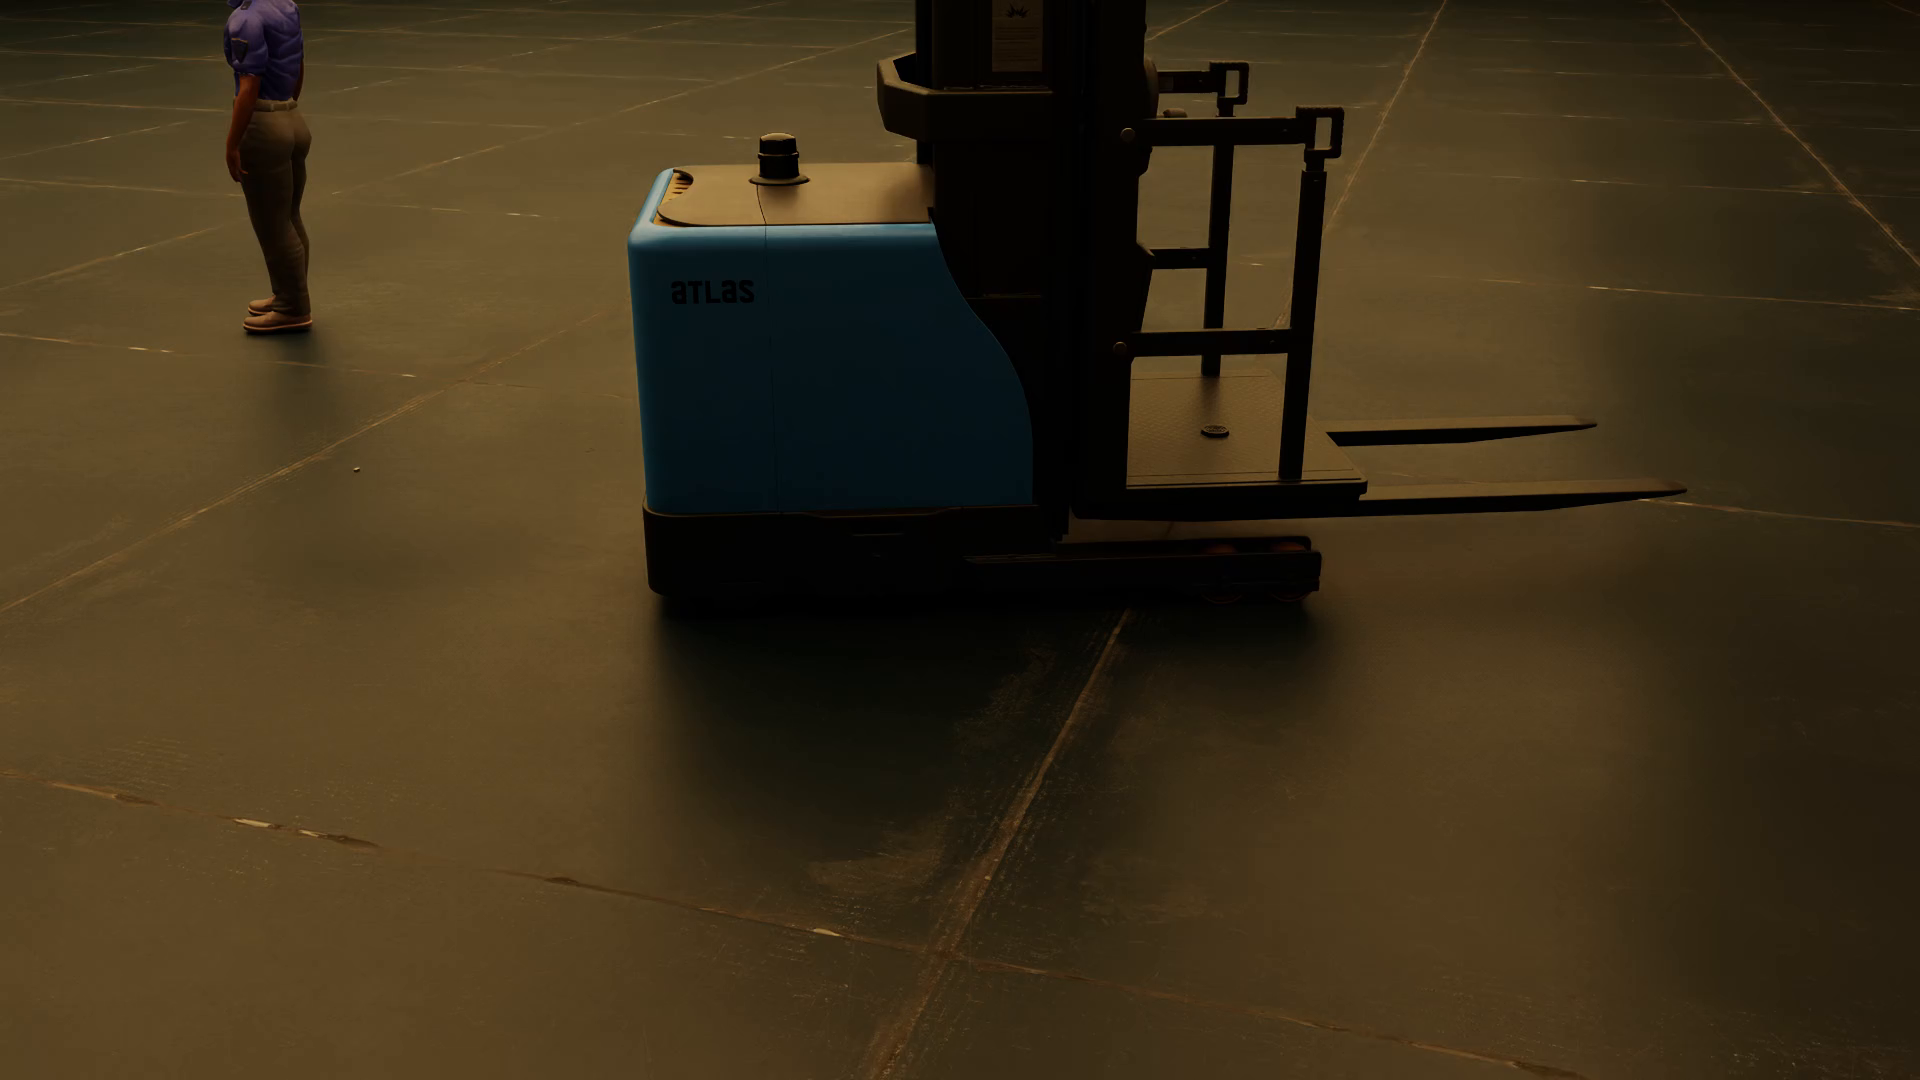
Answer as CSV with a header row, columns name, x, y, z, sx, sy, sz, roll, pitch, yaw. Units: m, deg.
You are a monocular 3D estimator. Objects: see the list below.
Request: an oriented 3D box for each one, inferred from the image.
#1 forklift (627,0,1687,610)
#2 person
name,x,y,z,sx,sy,sz,roll,pitch,yaw
forklift,0.606,-1.374,4.608,3.031,2.935,1.130,-2,23,-4
person,-3.015,-1.713,7.082,0.504,1.654,0.569,1,22,3
